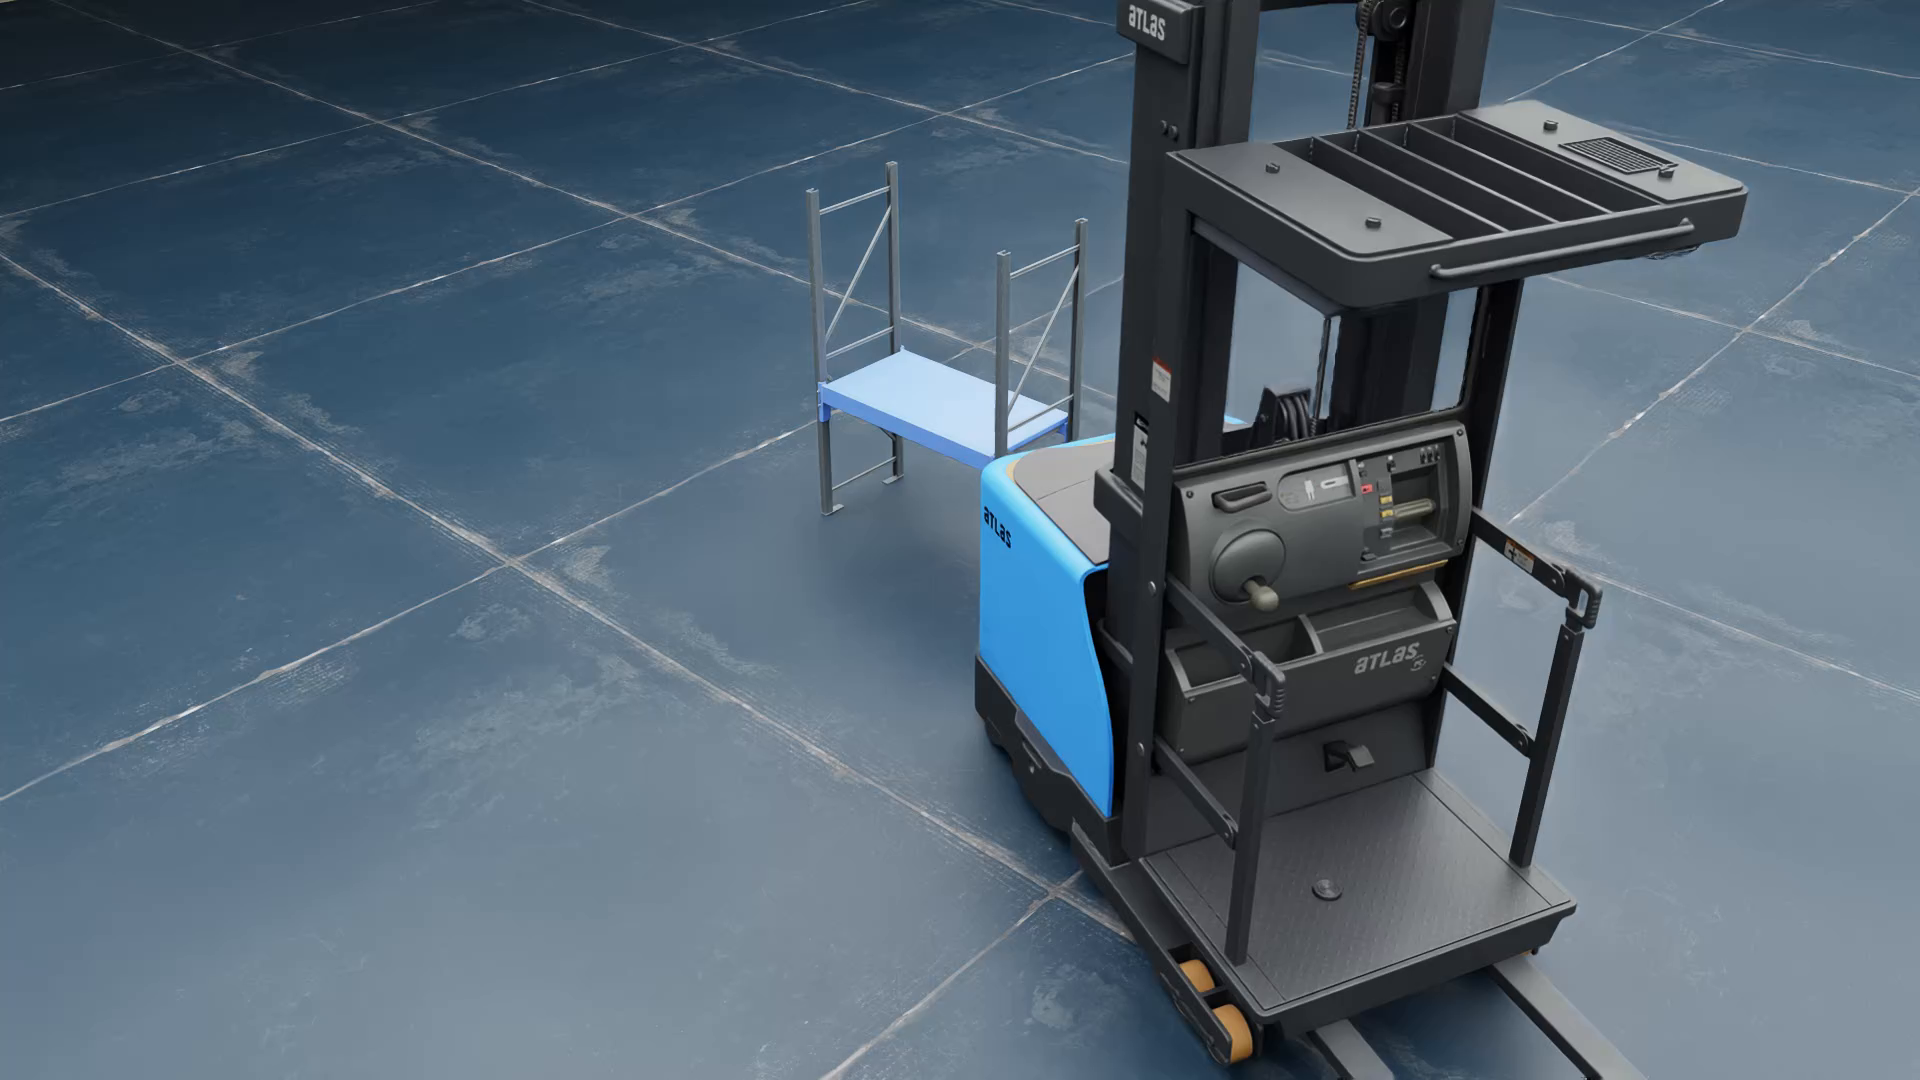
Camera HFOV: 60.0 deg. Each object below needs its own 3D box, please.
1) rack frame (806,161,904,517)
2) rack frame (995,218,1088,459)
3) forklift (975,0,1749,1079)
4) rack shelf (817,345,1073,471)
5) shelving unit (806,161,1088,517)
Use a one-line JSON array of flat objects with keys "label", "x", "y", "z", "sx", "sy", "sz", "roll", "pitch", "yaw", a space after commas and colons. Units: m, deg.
[{"label": "rack frame", "x": -0.440, "y": -0.848, "z": 7.204, "sx": 0.032, "sy": 1.500, "sz": 0.500, "roll": 25, "pitch": 39, "yaw": 35}, {"label": "rack frame", "x": 0.314, "y": -0.496, "z": 6.620, "sx": 0.032, "sy": 1.500, "sz": 0.500, "roll": 25, "pitch": 39, "yaw": 35}, {"label": "forklift", "x": 1.109, "y": -0.011, "z": 4.427, "sx": 1.130, "sy": 2.935, "sz": 3.031, "roll": -13, "pitch": 33, "yaw": -20}, {"label": "rack shelf", "x": -0.063, "y": -0.518, "z": 7.005, "sx": 1.000, "sy": 0.185, "sz": 0.538, "roll": 25, "pitch": 39, "yaw": 35}, {"label": "shelving unit", "x": -0.063, "y": -0.672, "z": 6.912, "sx": 1.048, "sy": 1.500, "sz": 0.538, "roll": 25, "pitch": 39, "yaw": 35}]
